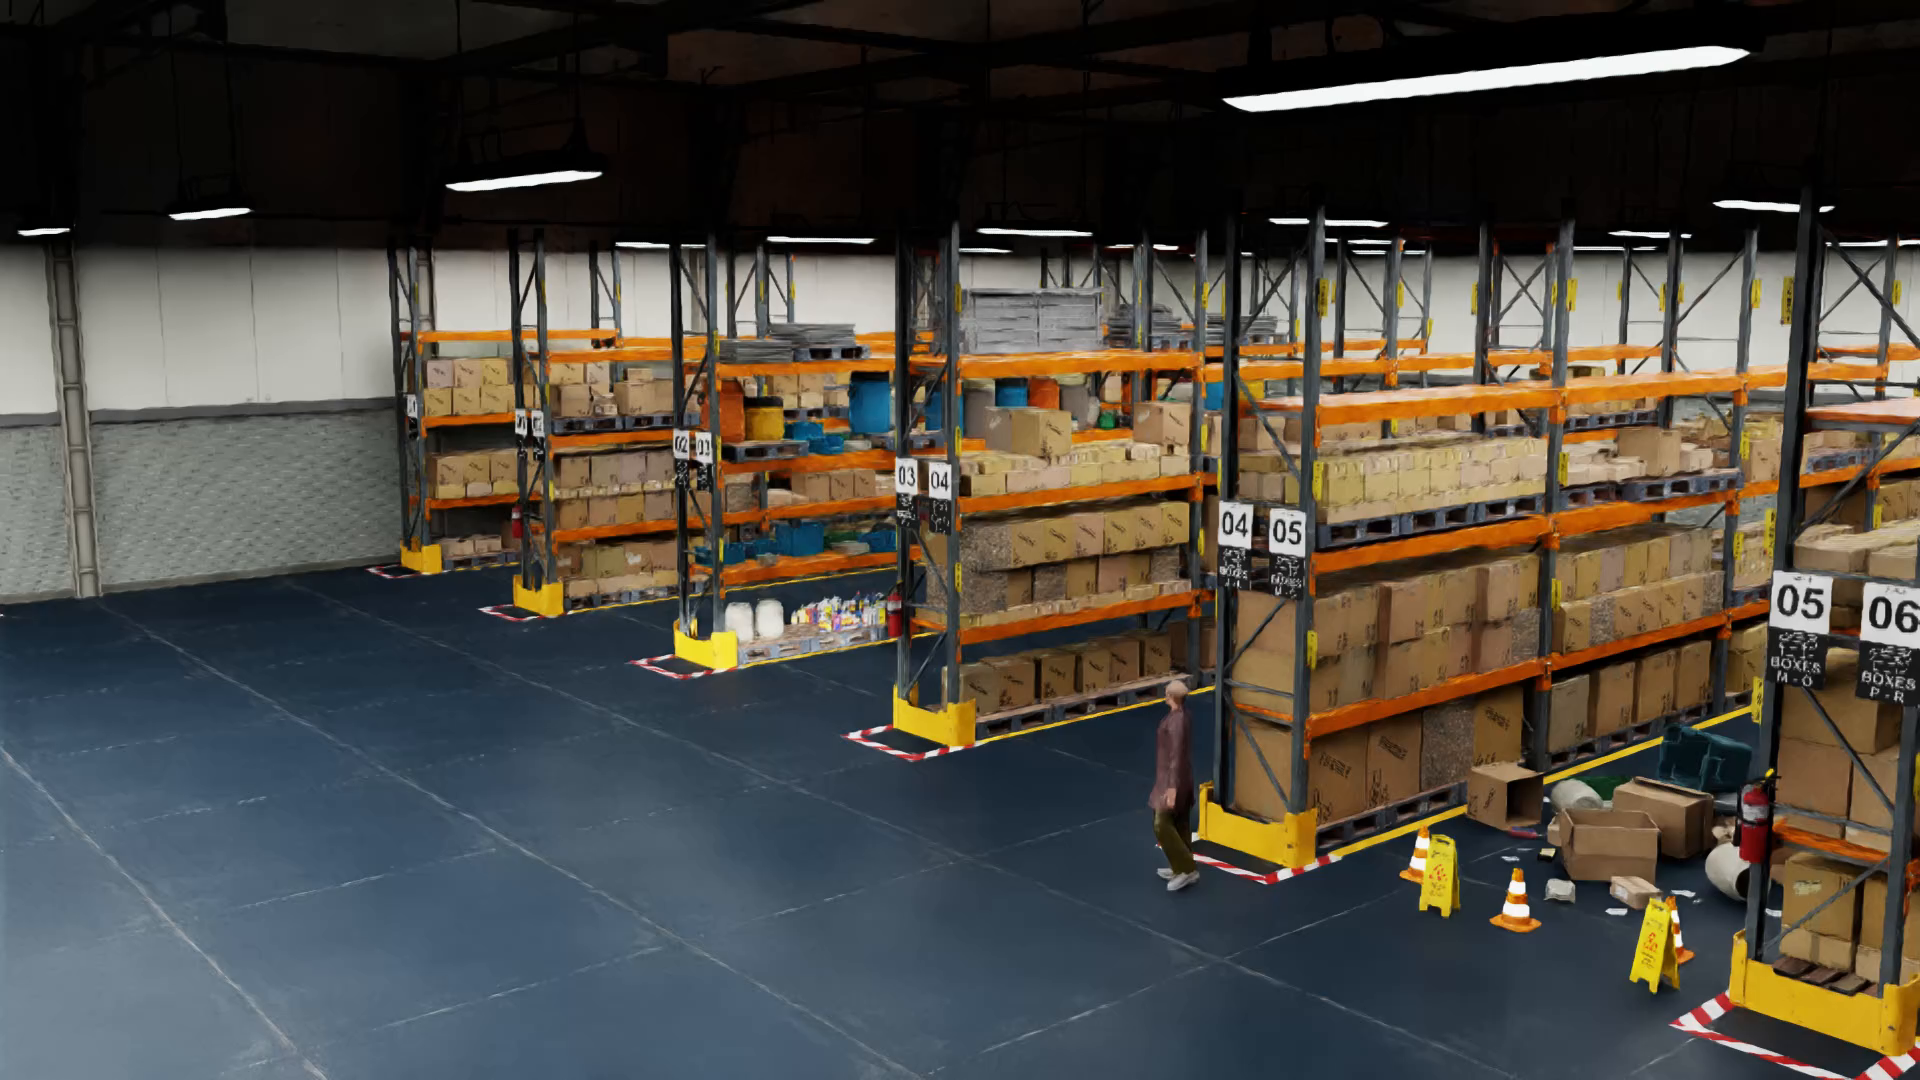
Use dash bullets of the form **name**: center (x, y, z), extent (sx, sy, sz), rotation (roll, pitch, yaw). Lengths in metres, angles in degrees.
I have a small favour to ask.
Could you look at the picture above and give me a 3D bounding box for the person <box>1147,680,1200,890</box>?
- **person**: center (1.866, 2.093, 14.330), extent (0.457, 1.773, 0.678), rotation (3, 9, 18)
